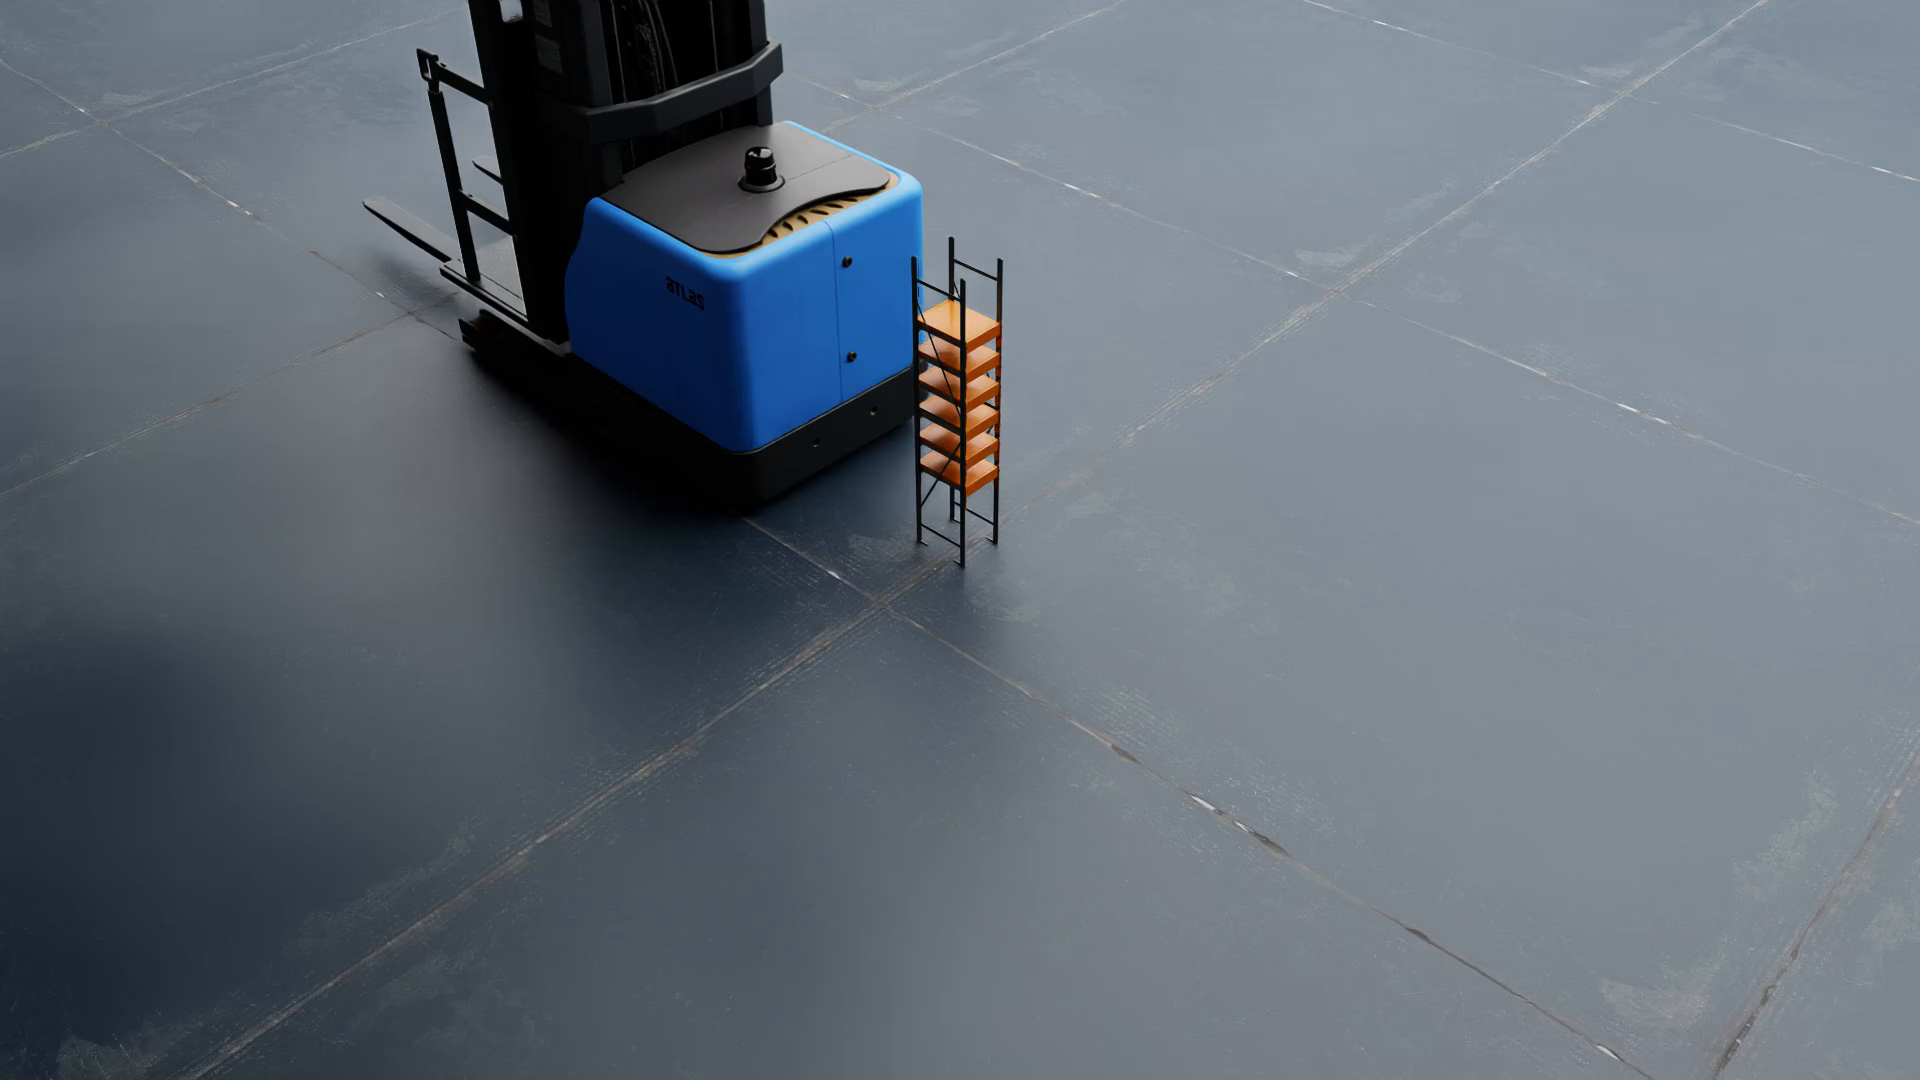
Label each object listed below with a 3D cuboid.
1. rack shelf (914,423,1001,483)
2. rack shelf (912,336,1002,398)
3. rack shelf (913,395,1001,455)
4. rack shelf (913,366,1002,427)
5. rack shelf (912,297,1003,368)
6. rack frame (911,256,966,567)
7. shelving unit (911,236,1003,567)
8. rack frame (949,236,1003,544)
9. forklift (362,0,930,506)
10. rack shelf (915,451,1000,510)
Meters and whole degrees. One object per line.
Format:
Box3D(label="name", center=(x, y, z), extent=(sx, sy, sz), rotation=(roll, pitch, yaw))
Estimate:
Box3D(label="rack shelf", center=(-0.010, -0.334, 5.971), extent=(0.258, 0.103, 0.180), rotation=(30, 47, 32))
Box3D(label="rack shelf", center=(-0.010, -0.616, 5.746), extent=(0.258, 0.103, 0.180), rotation=(30, 47, 32))
Box3D(label="rack shelf", center=(-0.010, -0.428, 5.896), extent=(0.258, 0.103, 0.180), rotation=(30, 47, 32))
Box3D(label="rack shelf", center=(-0.010, -0.522, 5.821), extent=(0.258, 0.103, 0.180), rotation=(30, 47, 32))
Box3D(label="rack shelf", center=(-0.010, -0.710, 5.672), extent=(0.258, 0.103, 0.180), rotation=(30, 47, 32))
Box3D(label="rack frame", center=(-0.071, -0.421, 5.815), extent=(0.240, 1.200, 0.006), rotation=(30, 47, 32))
Box3D(label="shelving unit", center=(-0.010, -0.463, 5.868), extent=(0.258, 1.200, 0.189), rotation=(30, 47, 32))
Box3D(label="rack frame", center=(0.052, -0.505, 5.921), extent=(0.240, 1.200, 0.006), rotation=(30, 47, 32))
Box3D(label="forklift", center=(-1.532, -2.083, 6.515), extent=(3.031, 2.935, 1.130), rotation=(31, 48, 33))
Box3D(label="rack shelf", center=(-0.010, -0.240, 6.045), extent=(0.258, 0.103, 0.180), rotation=(30, 47, 32))
